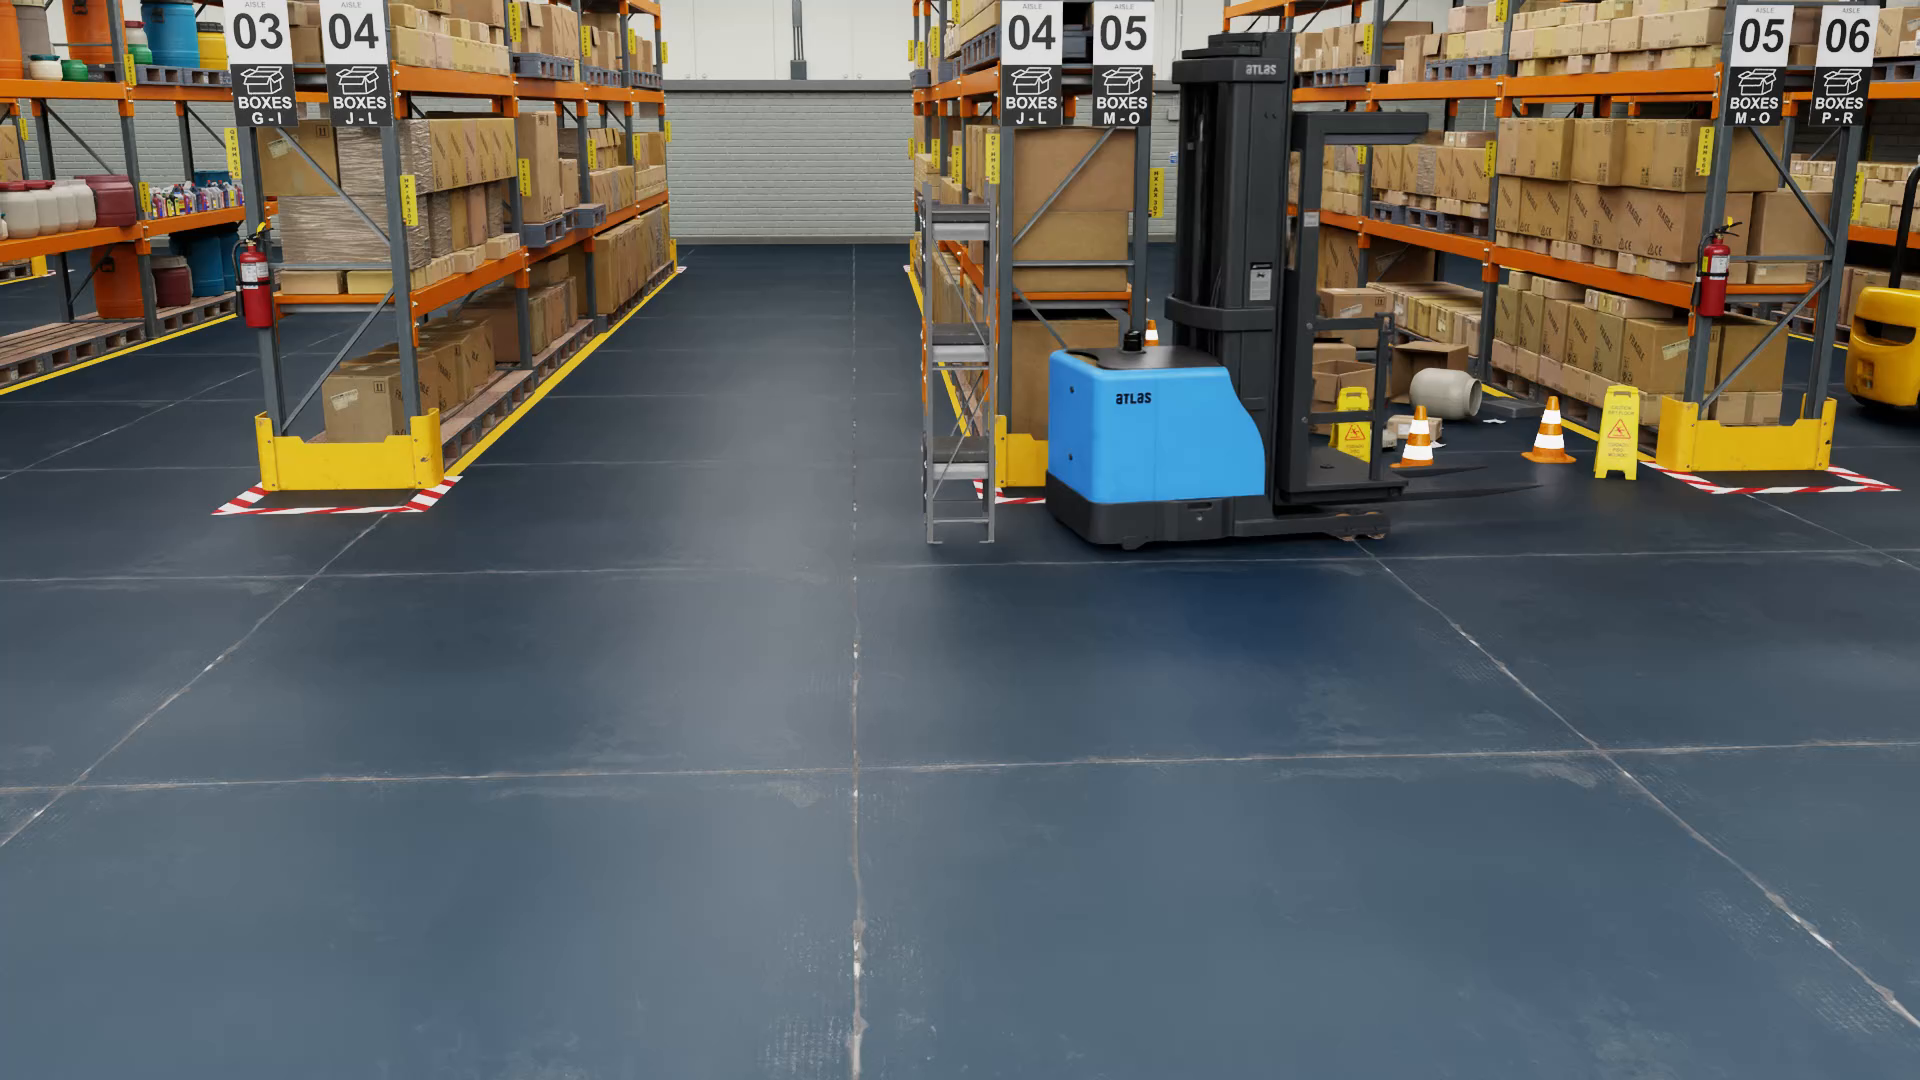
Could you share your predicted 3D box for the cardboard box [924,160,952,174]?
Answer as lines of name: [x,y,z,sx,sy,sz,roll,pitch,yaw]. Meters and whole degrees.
cardboard box: [-0.219,-4.346,19.365,0.380,0.149,0.250,-1,15,-6]

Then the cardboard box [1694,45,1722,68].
cardboard box: [5.397,-3.389,11.661,0.380,0.149,0.250,-1,14,-3]

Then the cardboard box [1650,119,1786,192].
cardboard box: [5.449,-2.774,11.982,0.700,0.500,0.500,-1,14,-5]

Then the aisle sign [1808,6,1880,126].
aisle sign: [6.012,-3.222,11.310,0.394,0.787,0.004,-1,14,-3]

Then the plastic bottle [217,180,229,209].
plastic bottle: [-9.484,-4.435,21.342,0.144,0.351,0.185,-1,14,-3]

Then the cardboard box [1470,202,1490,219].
cardboard box: [5.144,-3.173,16.002,0.380,0.149,0.250,-1,14,-3]

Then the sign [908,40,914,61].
sign: [-0.768,-7.718,26.231,0.100,0.325,0.005,-1,14,-3]

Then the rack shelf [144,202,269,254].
rack shelf: [-9.755,-3.882,20.539,1.077,0.370,4.000,-1,14,-3]

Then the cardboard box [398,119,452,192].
cardboard box: [-3.978,-2.762,11.938,0.500,0.500,0.500,-1,14,-3]

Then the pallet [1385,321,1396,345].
pallet: [5.250,-2.418,19.000,1.003,0.211,1.213,-1,14,-3]

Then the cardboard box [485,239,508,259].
cardboard box: [-4.045,-2.459,14.066,0.380,0.149,0.250,-1,14,-3]

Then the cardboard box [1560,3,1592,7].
cardboard box: [5.774,-5.069,16.142,0.500,0.250,0.500,-1,14,-5]

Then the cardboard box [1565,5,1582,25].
cardboard box: [5.253,-4.345,13.778,0.380,0.149,0.250,-1,14,-5]

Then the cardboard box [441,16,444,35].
cardboard box: [-4.087,-3.851,12.454,0.380,0.149,0.250,-1,14,-4]

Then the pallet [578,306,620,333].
pallet: [-4.662,-2.657,19.928,1.003,0.211,1.213,-1,14,-3]

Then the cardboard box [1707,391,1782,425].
cardboard box: [5.925,-1.050,12.762,0.500,0.250,0.500,-1,14,-4]

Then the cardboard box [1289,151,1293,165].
cardboard box: [4.696,-5.376,22.695,0.500,0.500,0.500,-1,14,-3]

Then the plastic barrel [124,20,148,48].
plastic barrel: [-9.892,-5.894,19.778,0.433,0.535,0.433,0,14,0]

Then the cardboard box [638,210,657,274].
cardboard box: [-4.952,-4.368,24.405,0.875,0.875,0.875,-1,14,-3]

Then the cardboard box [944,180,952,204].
cardboard box: [0.092,-3.542,17.572,0.500,0.500,0.500,-1,14,-3]

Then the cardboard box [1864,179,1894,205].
cardboard box: [10.042,-3.714,17.739,0.500,0.250,0.500,-1,14,-3]

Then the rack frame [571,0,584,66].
rack frame: [-4.688,-6.715,18.066,1.000,3.000,0.127,-1,14,-3]

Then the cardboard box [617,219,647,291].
cardboard box: [-4.876,-3.820,22.275,1.225,0.875,0.875,-1,14,-3]

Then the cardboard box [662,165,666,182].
cardboard box: [-4.889,-5.754,26.076,0.500,0.250,0.500,-1,14,-4]

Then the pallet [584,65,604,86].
pallet: [-4.781,-5.330,19.083,1.213,0.211,1.003,0,14,-1]

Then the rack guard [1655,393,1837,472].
rack guard: [5.694,-0.781,12.060,1.175,0.500,0.348,-1,14,-3]

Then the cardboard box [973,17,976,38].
cardboard box: [0.294,-3.975,12.897,0.380,0.149,0.250,-1,14,-3]

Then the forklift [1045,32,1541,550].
forklift: [2.113,-1.536,10.115,3.031,2.935,1.130,-4,15,-14]

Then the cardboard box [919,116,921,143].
cardboard box: [-0.315,-5.774,23.643,0.500,0.500,0.500,-1,14,-5]

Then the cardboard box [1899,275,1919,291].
cardboard box: [10.321,-2.422,17.341,0.875,0.625,0.625,-1,14,-4]

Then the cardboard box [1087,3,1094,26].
cardboard box: [1.063,-3.545,11.224,0.380,0.149,0.250,-1,14,-3]

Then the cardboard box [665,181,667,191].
cardboard box: [-4.833,-5.594,26.253,0.380,0.149,0.250,-1,14,-2]

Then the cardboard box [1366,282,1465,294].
cardboard box: [5.228,-2.753,19.137,0.950,0.372,0.625,-2,15,-7]

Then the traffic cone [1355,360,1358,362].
traffic cone: [3.977,-2.026,16.973,0.336,0.463,0.334,-1,14,-3]

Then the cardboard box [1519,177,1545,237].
cardboard box: [5.254,-2.922,14.567,0.500,0.500,0.500,-1,14,-4]

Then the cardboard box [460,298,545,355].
cardboard box: [-4.467,-2.089,16.261,0.700,0.500,0.500,-1,14,-4]

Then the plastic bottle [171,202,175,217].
plastic bottle: [-9.352,-3.927,19.669,0.097,0.201,0.097,0,14,0]

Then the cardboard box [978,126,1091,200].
cardboard box: [0.592,-2.967,13.069,0.875,0.550,0.500,-1,14,-3]

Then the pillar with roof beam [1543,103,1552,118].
pillar with roof beam: [6.097,-9.553,29.097,9.100,9.000,0.400,-1,14,-3]

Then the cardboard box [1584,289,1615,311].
cardboard box: [5.272,-1.936,13.399,0.380,0.149,0.250,0,14,-1]

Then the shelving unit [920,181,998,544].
shelving unit: [-0.010,-1.058,9.925,0.431,2.100,0.503,-1,14,-3]

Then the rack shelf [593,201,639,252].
rack shelf: [-4.812,-3.959,20.837,1.077,0.370,4.000,-1,14,-3]

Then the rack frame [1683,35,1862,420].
rack frame: [5.699,-1.973,11.676,1.000,3.000,0.127,-1,14,-3]

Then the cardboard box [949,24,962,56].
cardboard box: [0.157,-5.087,16.893,0.500,0.311,0.500,-1,14,-4]

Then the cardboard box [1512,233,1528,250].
cardboard box: [5.218,-2.701,15.008,0.380,0.149,0.250,0,14,-2]

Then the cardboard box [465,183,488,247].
cardboard box: [-4.347,-2.647,13.496,0.875,0.500,0.500,-1,14,-3]

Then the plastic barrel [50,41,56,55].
plastic barrel: [-9.918,-5.158,17.810,0.421,0.512,0.421,0,14,0]

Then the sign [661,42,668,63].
sign: [-4.641,-7.647,26.091,0.100,0.325,0.005,-1,14,-3]

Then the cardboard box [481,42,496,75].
cardboard box: [-4.129,-3.956,13.662,0.500,0.250,0.500,-1,14,-2]

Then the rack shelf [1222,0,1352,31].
rack shelf: [4.831,-7.818,24.600,1.077,0.370,4.000,-1,14,-3]

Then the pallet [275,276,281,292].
pallet: [-9.963,-3.560,23.439,1.003,0.211,1.213,-1,14,-3]

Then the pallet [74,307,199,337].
pallet: [-9.722,-2.578,19.624,1.003,0.211,1.213,-1,14,-3]

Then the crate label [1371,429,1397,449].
crate label: [3.187,-0.767,12.731,0.250,0.136,0.298,-9,17,-32]
